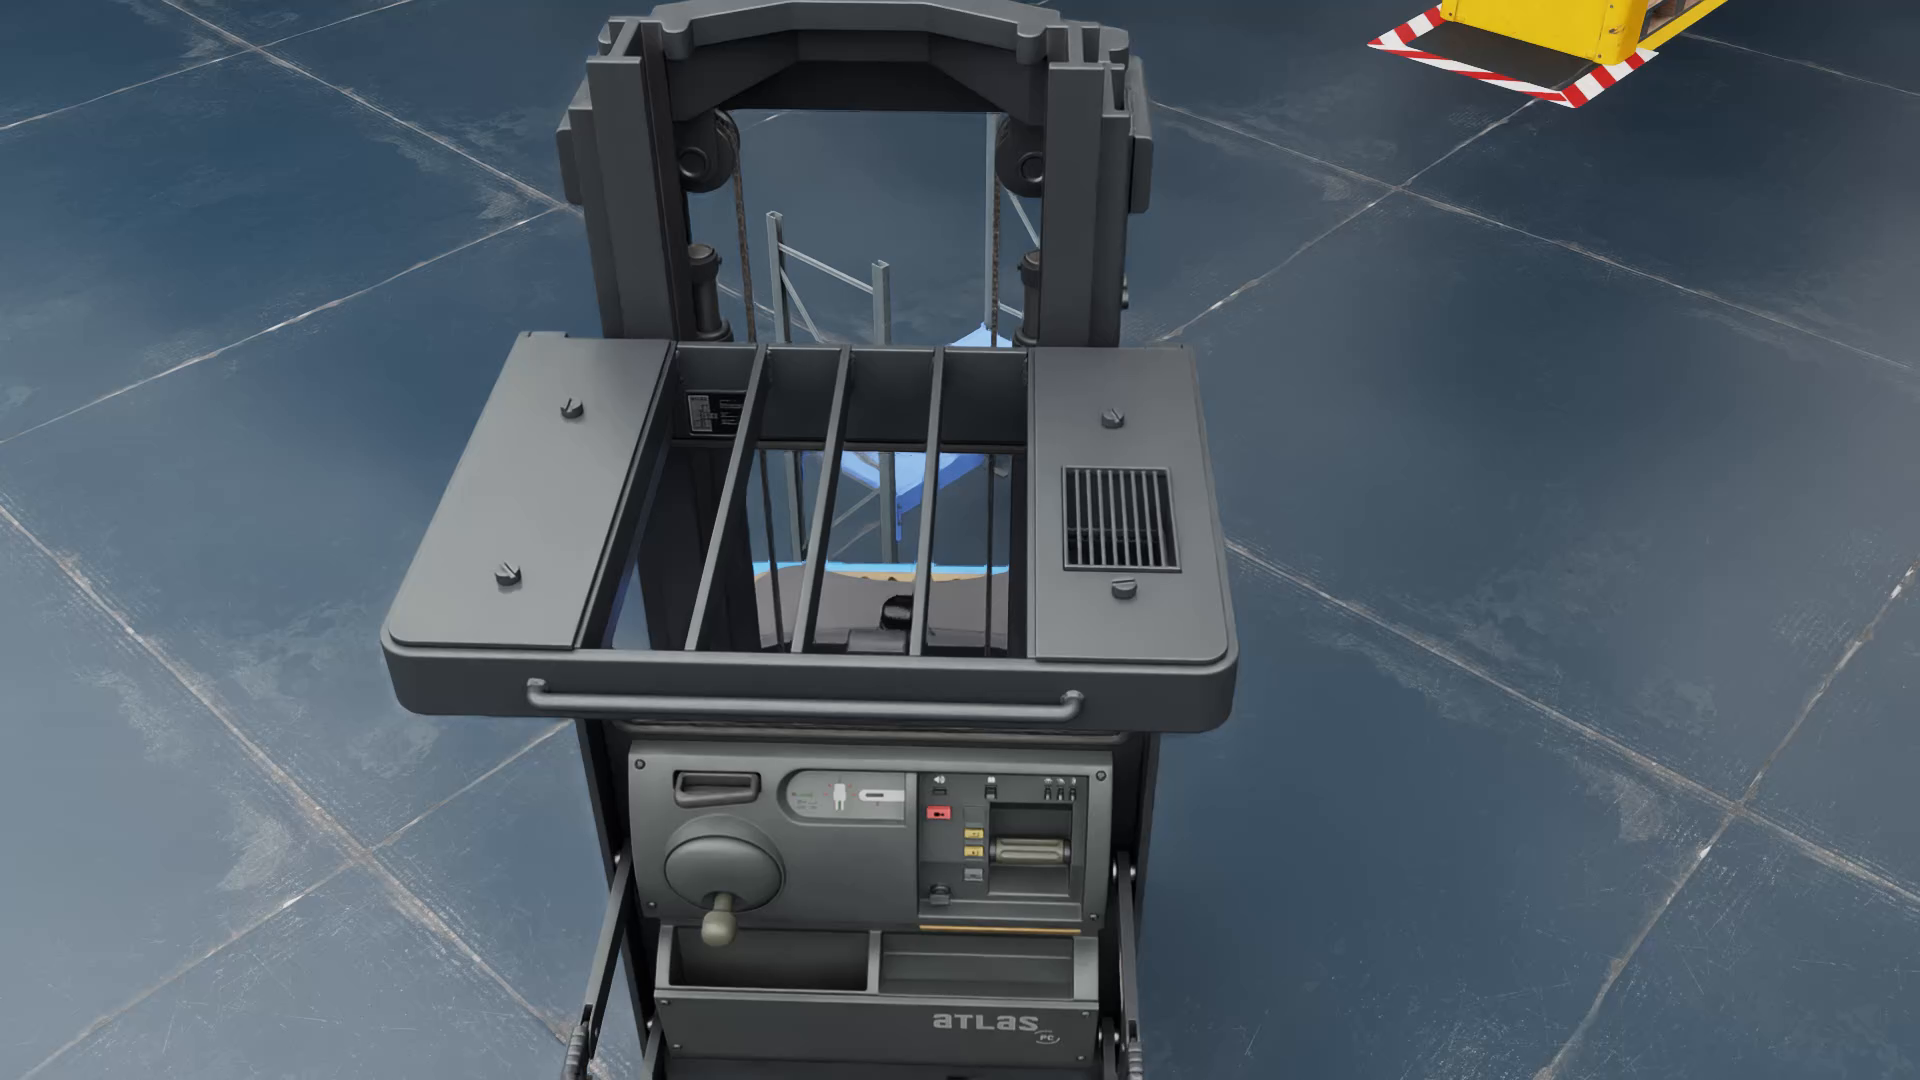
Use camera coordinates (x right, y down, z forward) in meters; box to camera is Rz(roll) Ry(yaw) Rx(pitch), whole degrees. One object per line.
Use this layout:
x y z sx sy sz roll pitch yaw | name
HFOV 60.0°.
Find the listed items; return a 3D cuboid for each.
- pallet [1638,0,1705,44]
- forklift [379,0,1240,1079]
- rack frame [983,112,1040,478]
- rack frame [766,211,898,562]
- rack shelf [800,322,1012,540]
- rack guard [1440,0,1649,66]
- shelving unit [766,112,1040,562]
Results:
4.081 -3.530 10.519 1.003 0.211 1.213 30 47 32 | pallet
-0.179 0.668 3.055 1.130 2.935 3.031 1 39 2 | forklift
0.285 -0.781 6.028 0.500 1.500 0.032 30 47 32 | rack frame
-0.400 -0.314 5.440 0.500 1.500 0.032 30 47 32 | rack frame
-0.058 -0.407 5.846 0.538 0.185 1.000 30 47 32 | rack shelf
3.506 -3.284 9.979 1.175 0.500 0.348 30 47 32 | rack guard
-0.058 -0.548 5.734 0.538 1.500 1.048 30 47 32 | shelving unit
